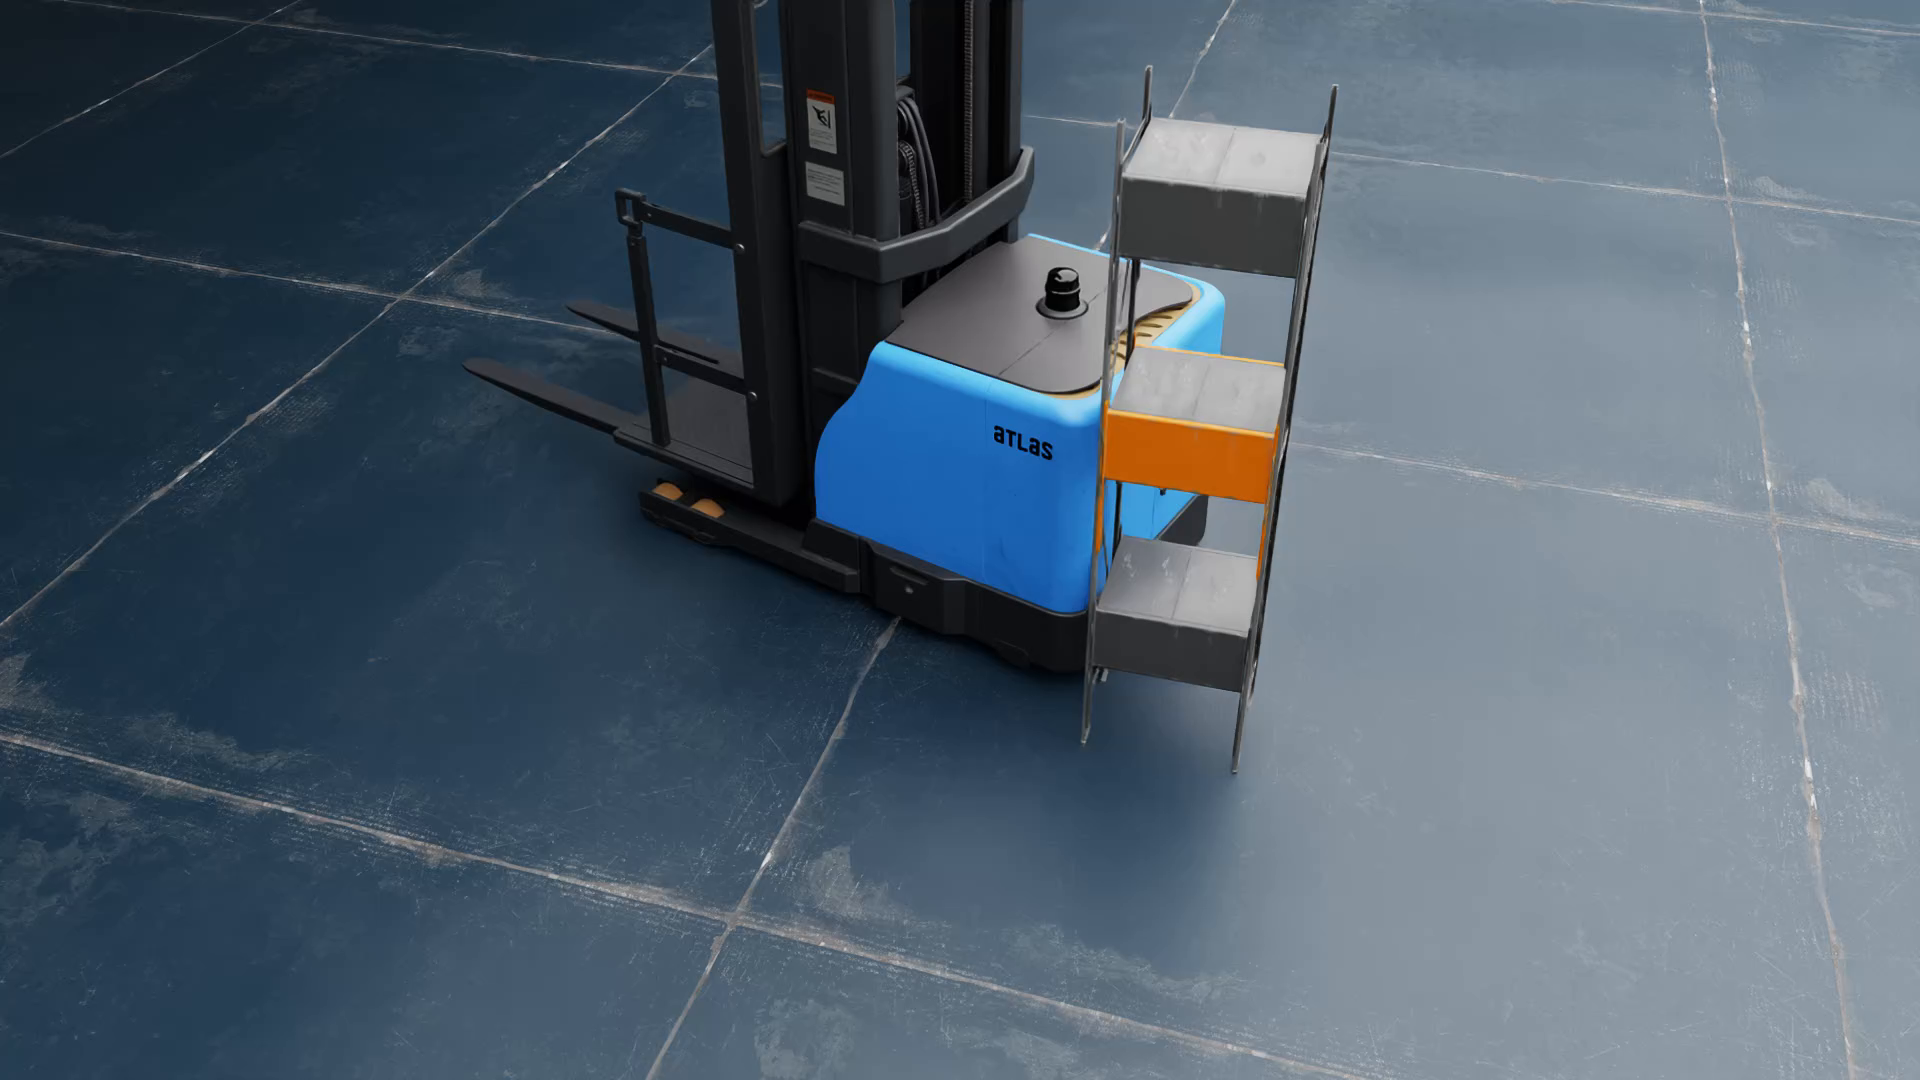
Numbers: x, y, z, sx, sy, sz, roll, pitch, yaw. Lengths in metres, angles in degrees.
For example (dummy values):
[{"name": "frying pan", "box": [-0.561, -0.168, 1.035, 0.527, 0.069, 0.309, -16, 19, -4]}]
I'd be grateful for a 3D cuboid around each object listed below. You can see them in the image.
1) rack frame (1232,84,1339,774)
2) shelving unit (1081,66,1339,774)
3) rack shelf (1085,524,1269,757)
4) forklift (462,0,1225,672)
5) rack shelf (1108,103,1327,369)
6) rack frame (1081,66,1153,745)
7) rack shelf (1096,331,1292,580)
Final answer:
[{"name": "rack frame", "box": [0.920, -0.222, 4.780, 0.015, 2.100, 0.400, 10, 37, 13]}, {"name": "shelving unit", "box": [0.685, -0.261, 4.834, 0.503, 2.100, 0.431, 10, 37, 13]}, {"name": "rack shelf", "box": [0.685, 0.313, 5.257, 0.480, 0.518, 0.431, 10, 37, 13]}, {"name": "forklift", "box": [-0.607, -1.406, 5.688, 3.031, 2.935, 1.130, 21, 41, 26]}, {"name": "rack shelf", "box": [0.685, -0.814, 4.427, 0.480, 0.518, 0.431, 10, 37, 13]}, {"name": "rack frame", "box": [0.451, -0.301, 4.888, 0.015, 2.100, 0.400, 10, 37, 13]}, {"name": "rack shelf", "box": [0.685, -0.250, 4.842, 0.480, 0.518, 0.431, 10, 37, 13]}]
